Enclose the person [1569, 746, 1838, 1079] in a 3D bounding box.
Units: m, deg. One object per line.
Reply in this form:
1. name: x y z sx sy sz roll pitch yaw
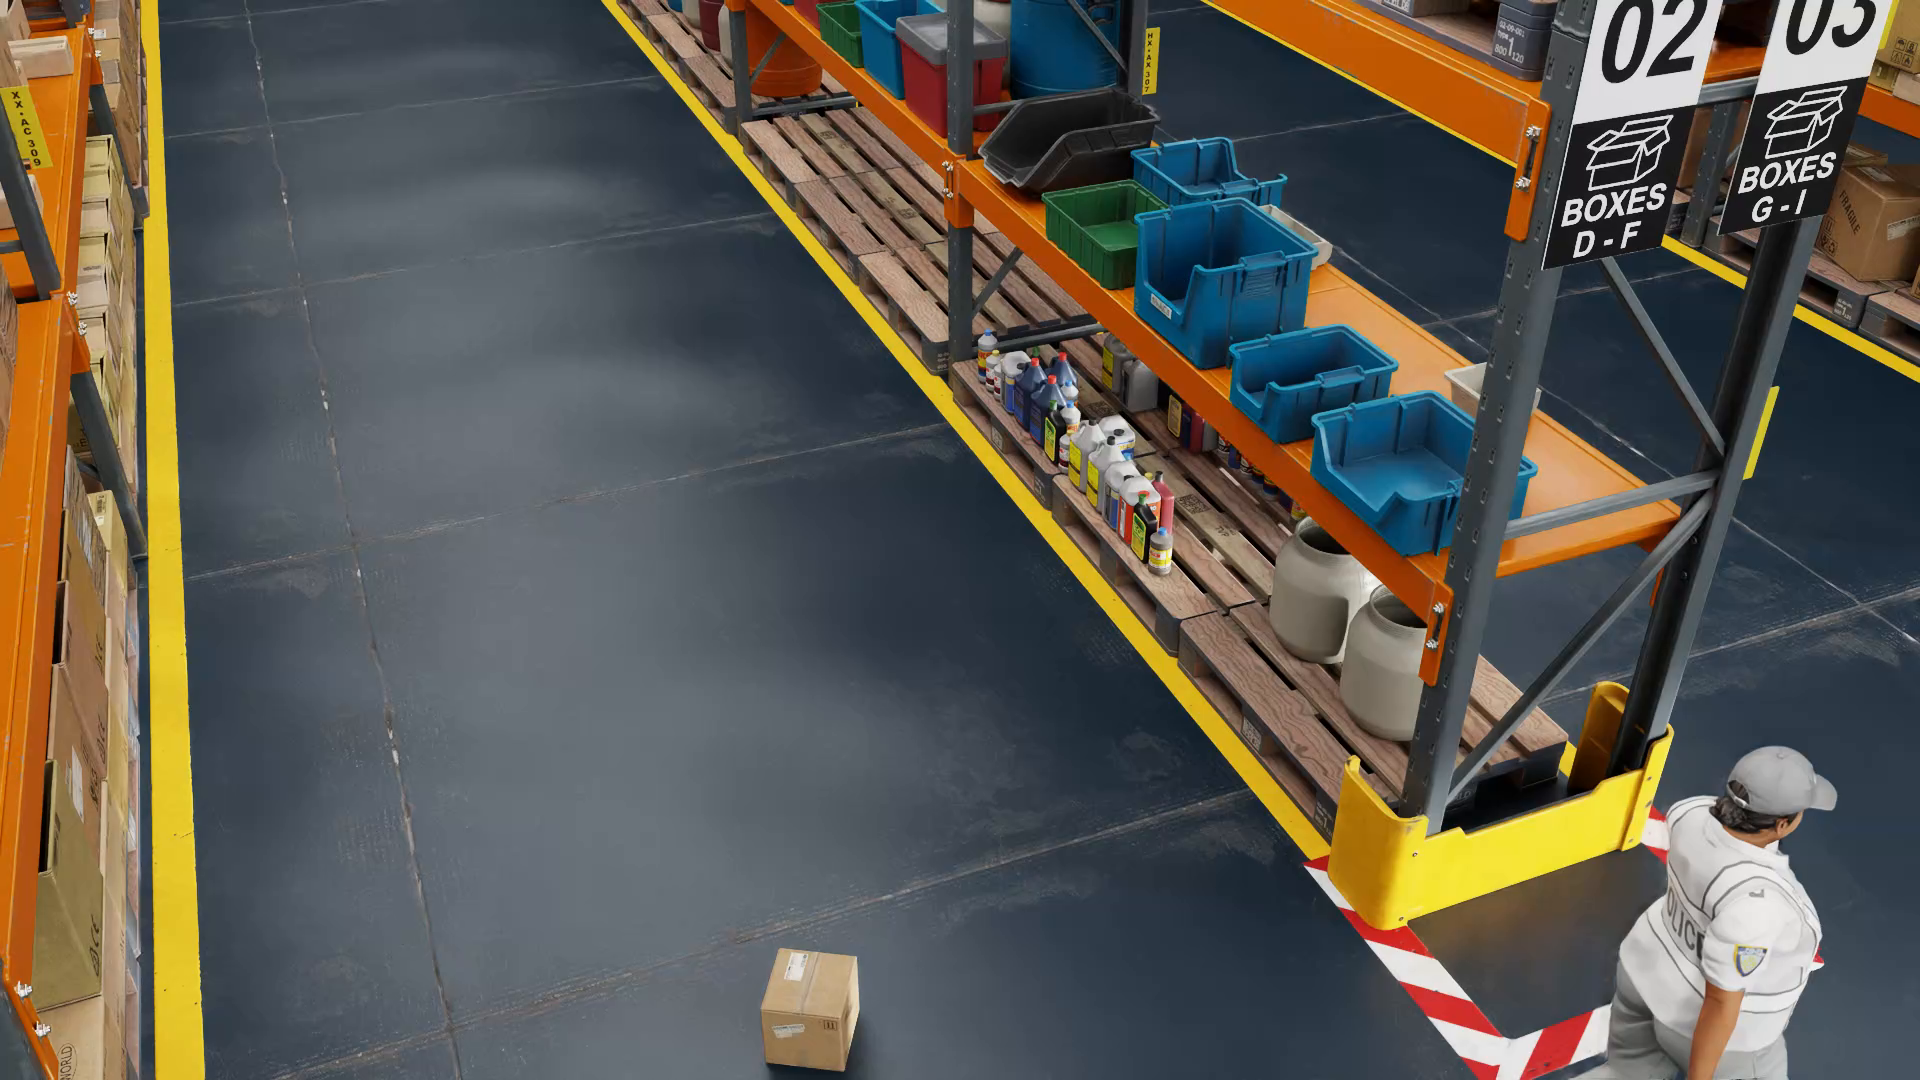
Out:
1. person: 1.982 1.207 4.337 0.945 1.609 0.556 -3 34 -5
